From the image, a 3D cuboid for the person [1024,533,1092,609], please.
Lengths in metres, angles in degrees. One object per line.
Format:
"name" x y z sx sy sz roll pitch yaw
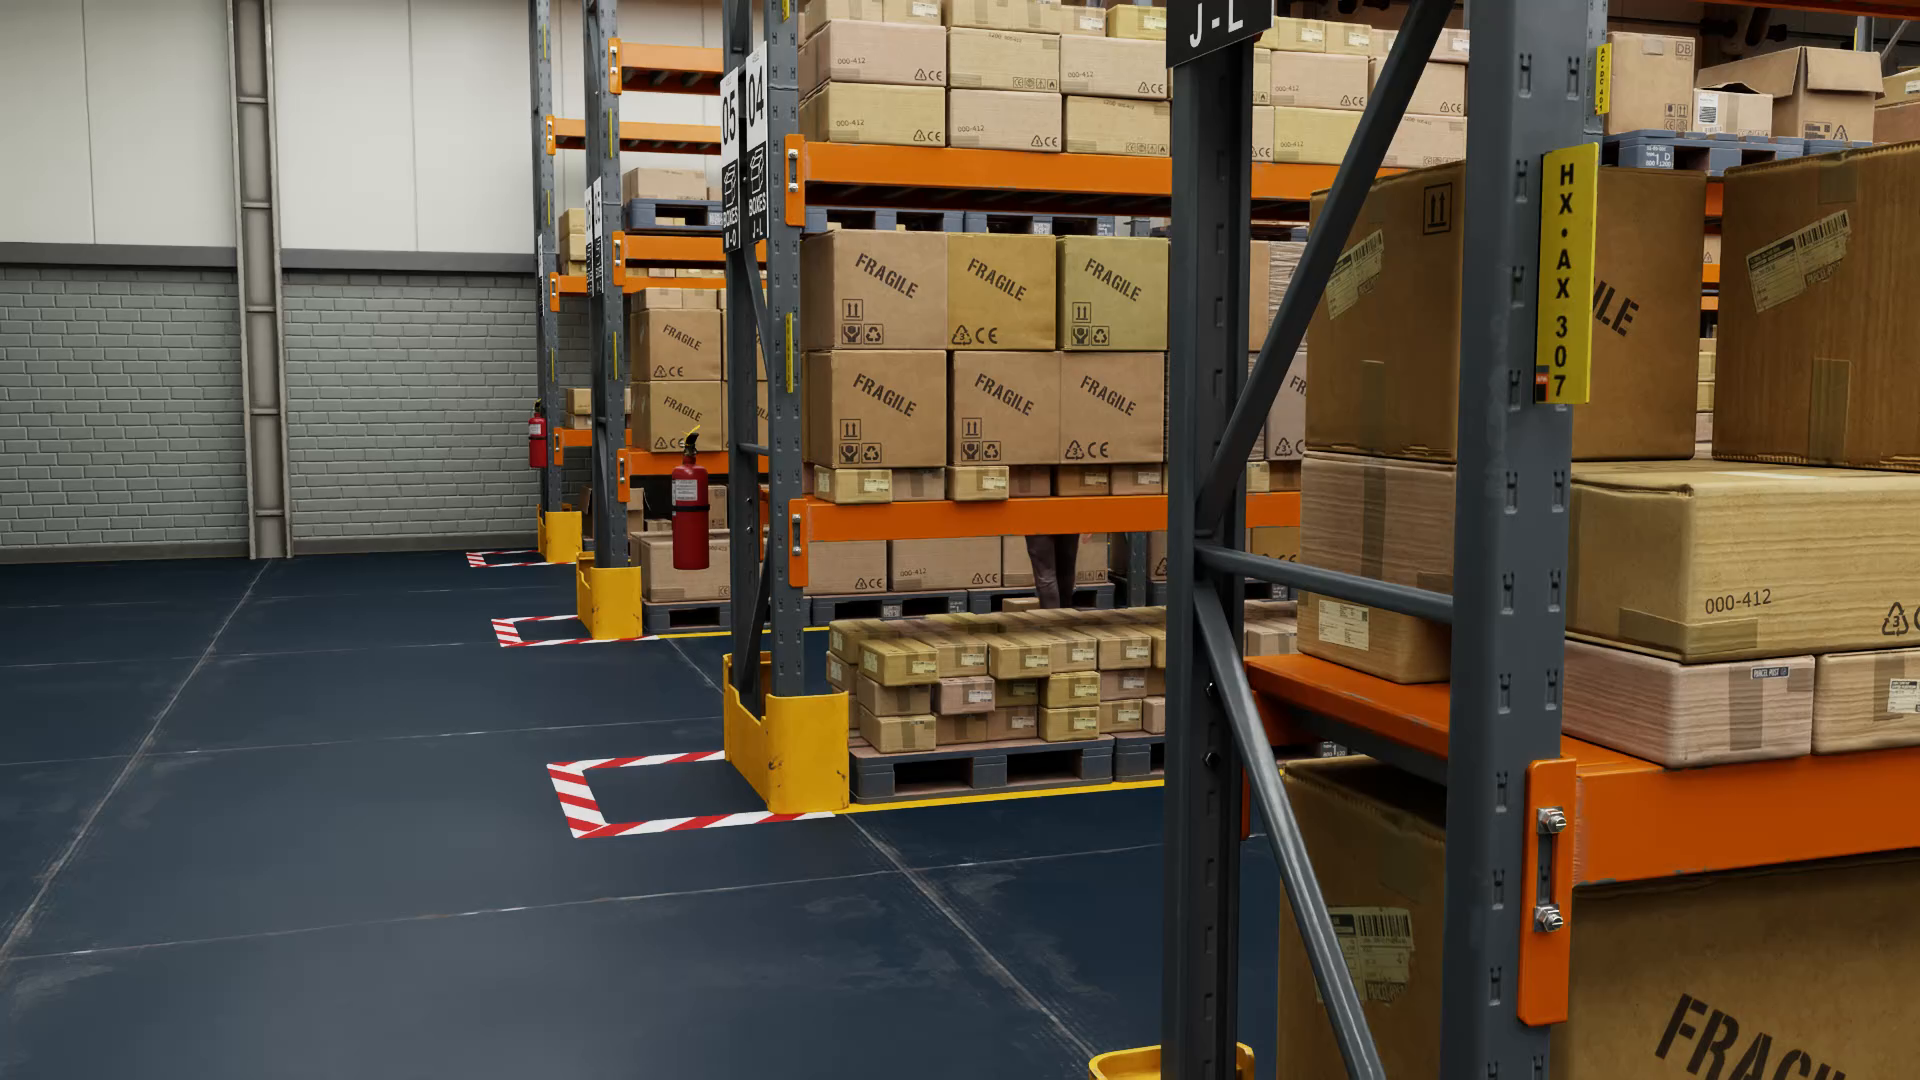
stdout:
"person" 0.585 -0.119 11.412 0.548 1.605 0.920 -1 6 -9
